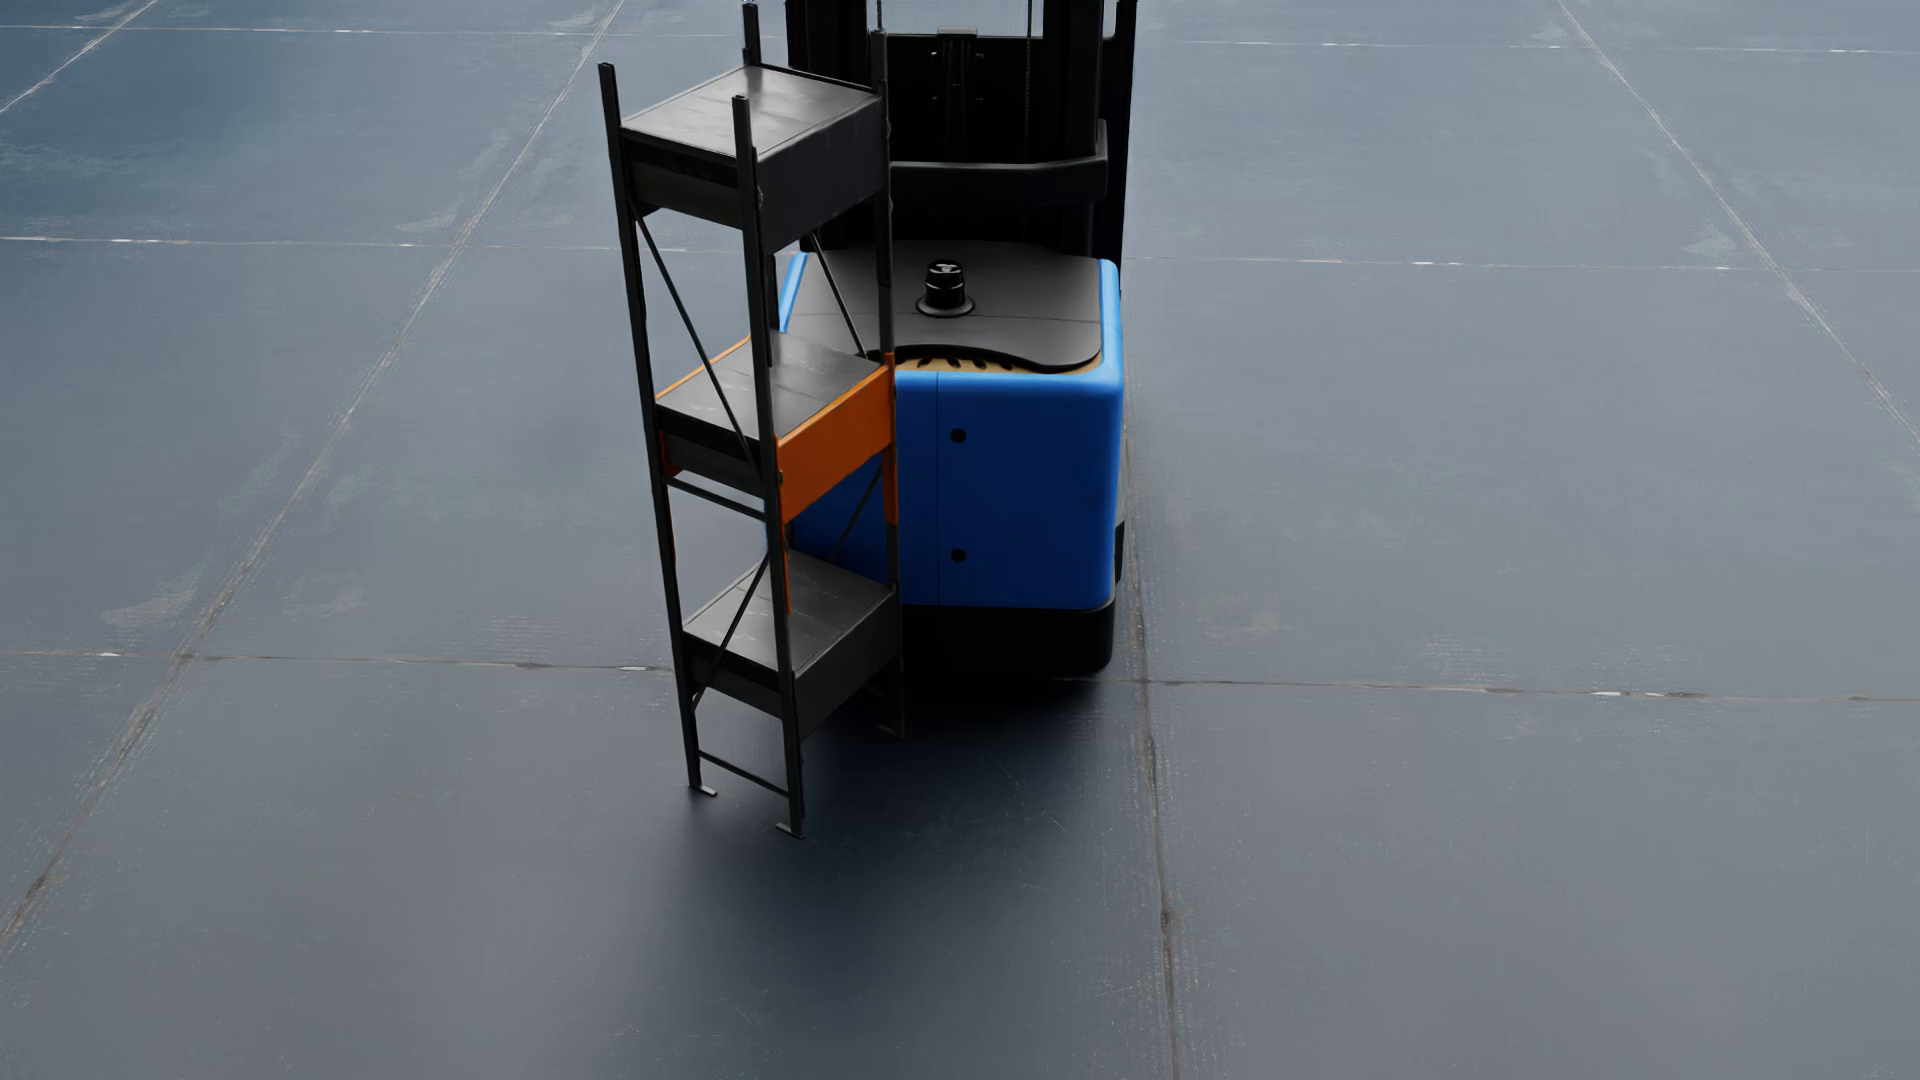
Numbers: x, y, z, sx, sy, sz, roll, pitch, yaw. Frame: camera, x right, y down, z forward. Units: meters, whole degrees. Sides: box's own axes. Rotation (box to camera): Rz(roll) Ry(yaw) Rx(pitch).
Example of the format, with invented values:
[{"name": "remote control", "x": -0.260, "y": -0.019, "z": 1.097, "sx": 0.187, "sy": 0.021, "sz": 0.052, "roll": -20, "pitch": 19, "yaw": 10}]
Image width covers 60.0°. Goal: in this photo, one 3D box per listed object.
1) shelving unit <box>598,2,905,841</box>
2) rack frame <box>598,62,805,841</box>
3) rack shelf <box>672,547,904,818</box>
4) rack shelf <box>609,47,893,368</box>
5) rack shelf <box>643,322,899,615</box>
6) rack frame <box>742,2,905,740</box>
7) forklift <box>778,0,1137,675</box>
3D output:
[{"name": "shelving unit", "x": -0.468, "y": -0.216, "z": 4.231, "sx": 0.431, "sy": 2.100, "sz": 0.503, "roll": 20, "pitch": 40, "yaw": 26}, {"name": "rack frame", "x": -0.600, "y": -0.098, "z": 4.063, "sx": 0.400, "sy": 2.100, "sz": 0.015, "roll": 20, "pitch": 40, "yaw": 26}, {"name": "rack shelf", "x": -0.468, "y": 0.368, "z": 4.642, "sx": 0.431, "sy": 0.518, "sz": 0.480, "roll": 20, "pitch": 40, "yaw": 26}, {"name": "rack shelf", "x": -0.468, "y": -0.777, "z": 3.837, "sx": 0.431, "sy": 0.518, "sz": 0.480, "roll": 20, "pitch": 40, "yaw": 26}, {"name": "rack shelf", "x": -0.468, "y": -0.205, "z": 4.239, "sx": 0.431, "sy": 0.518, "sz": 0.480, "roll": 20, "pitch": 40, "yaw": 26}, {"name": "rack frame", "x": -0.336, "y": -0.334, "z": 4.399, "sx": 0.400, "sy": 2.100, "sz": 0.015, "roll": 20, "pitch": 40, "yaw": 26}, {"name": "forklift", "x": 0.016, "y": -1.611, "z": 5.494, "sx": 1.130, "sy": 2.935, "sz": 3.031, "roll": 2, "pitch": 35, "yaw": 2}]
